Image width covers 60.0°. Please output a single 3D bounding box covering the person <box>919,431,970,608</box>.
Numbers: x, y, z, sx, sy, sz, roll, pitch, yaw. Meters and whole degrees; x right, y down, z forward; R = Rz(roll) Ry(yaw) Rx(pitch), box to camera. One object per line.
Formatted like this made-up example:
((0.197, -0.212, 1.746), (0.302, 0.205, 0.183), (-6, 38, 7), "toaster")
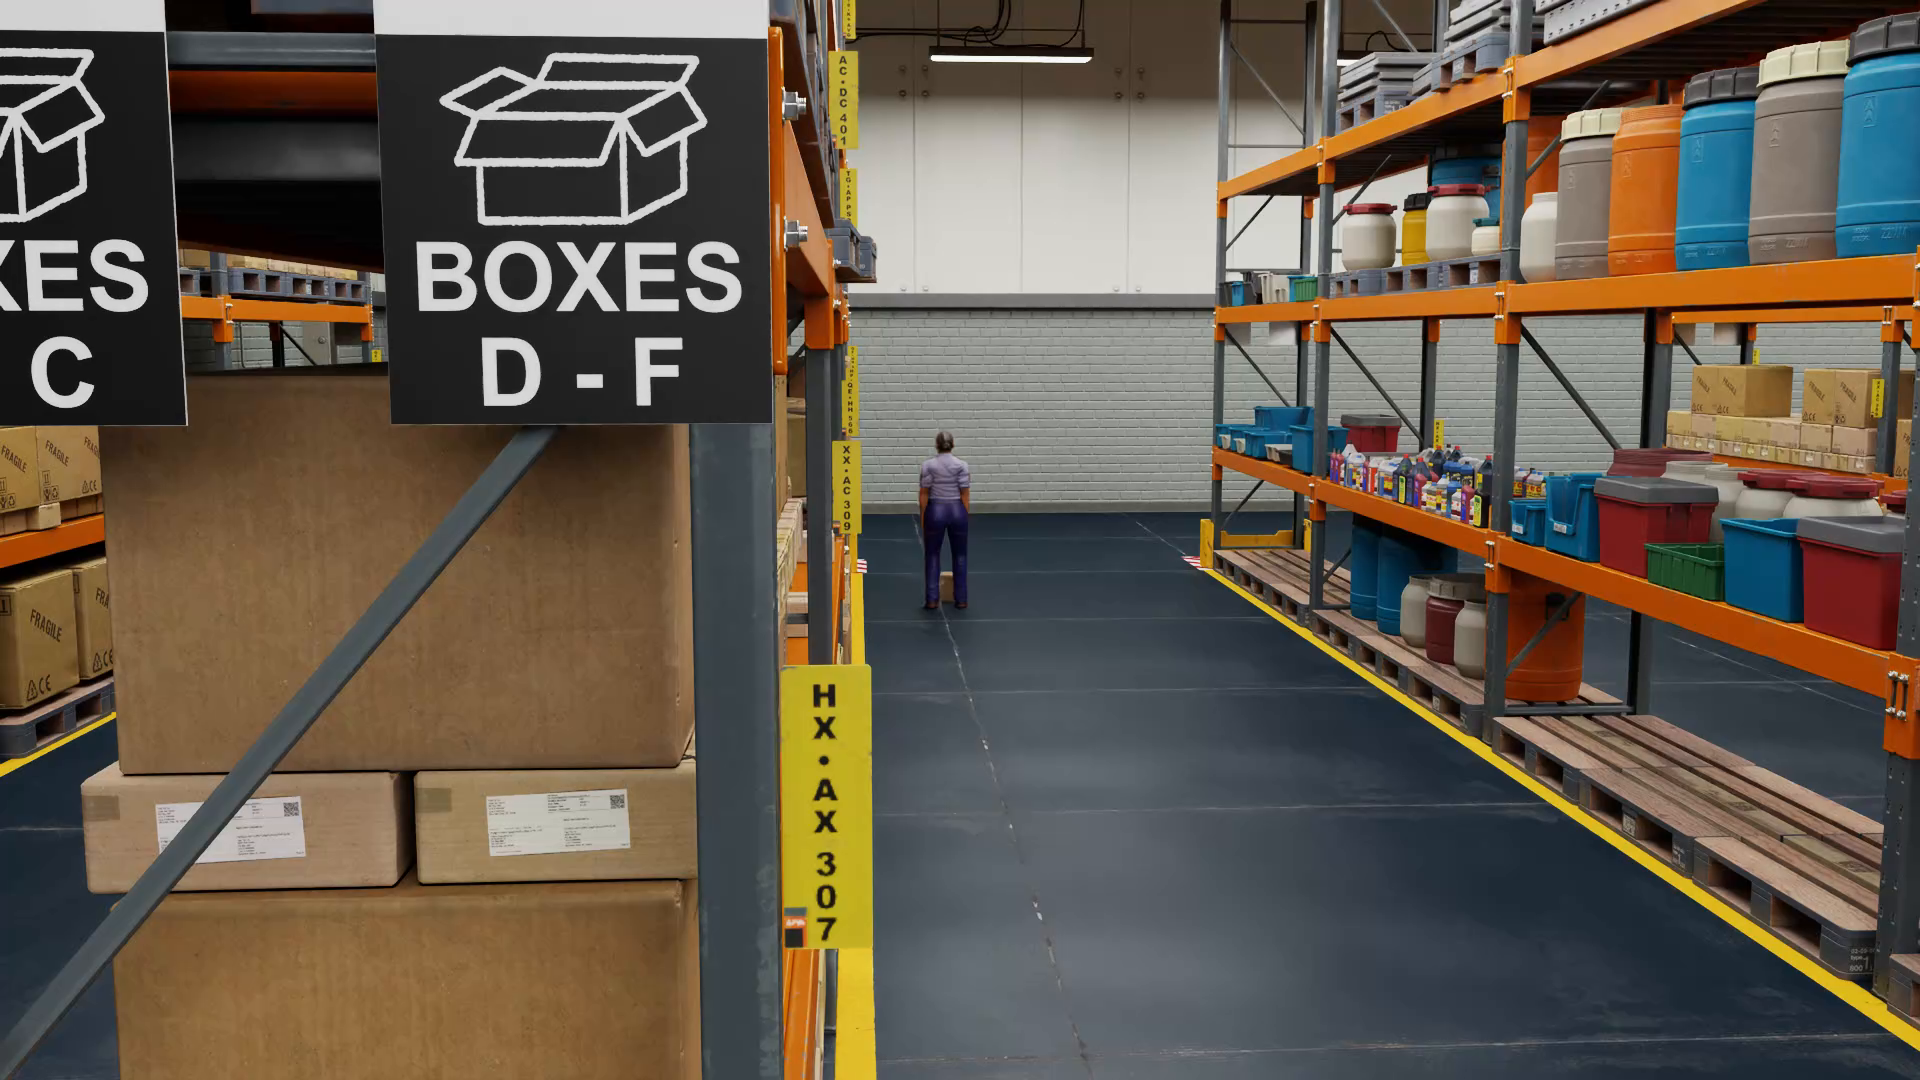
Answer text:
((-0.147, -0.181, 15.379), (0.469, 1.659, 0.342), (0, 7, -2), "person")
